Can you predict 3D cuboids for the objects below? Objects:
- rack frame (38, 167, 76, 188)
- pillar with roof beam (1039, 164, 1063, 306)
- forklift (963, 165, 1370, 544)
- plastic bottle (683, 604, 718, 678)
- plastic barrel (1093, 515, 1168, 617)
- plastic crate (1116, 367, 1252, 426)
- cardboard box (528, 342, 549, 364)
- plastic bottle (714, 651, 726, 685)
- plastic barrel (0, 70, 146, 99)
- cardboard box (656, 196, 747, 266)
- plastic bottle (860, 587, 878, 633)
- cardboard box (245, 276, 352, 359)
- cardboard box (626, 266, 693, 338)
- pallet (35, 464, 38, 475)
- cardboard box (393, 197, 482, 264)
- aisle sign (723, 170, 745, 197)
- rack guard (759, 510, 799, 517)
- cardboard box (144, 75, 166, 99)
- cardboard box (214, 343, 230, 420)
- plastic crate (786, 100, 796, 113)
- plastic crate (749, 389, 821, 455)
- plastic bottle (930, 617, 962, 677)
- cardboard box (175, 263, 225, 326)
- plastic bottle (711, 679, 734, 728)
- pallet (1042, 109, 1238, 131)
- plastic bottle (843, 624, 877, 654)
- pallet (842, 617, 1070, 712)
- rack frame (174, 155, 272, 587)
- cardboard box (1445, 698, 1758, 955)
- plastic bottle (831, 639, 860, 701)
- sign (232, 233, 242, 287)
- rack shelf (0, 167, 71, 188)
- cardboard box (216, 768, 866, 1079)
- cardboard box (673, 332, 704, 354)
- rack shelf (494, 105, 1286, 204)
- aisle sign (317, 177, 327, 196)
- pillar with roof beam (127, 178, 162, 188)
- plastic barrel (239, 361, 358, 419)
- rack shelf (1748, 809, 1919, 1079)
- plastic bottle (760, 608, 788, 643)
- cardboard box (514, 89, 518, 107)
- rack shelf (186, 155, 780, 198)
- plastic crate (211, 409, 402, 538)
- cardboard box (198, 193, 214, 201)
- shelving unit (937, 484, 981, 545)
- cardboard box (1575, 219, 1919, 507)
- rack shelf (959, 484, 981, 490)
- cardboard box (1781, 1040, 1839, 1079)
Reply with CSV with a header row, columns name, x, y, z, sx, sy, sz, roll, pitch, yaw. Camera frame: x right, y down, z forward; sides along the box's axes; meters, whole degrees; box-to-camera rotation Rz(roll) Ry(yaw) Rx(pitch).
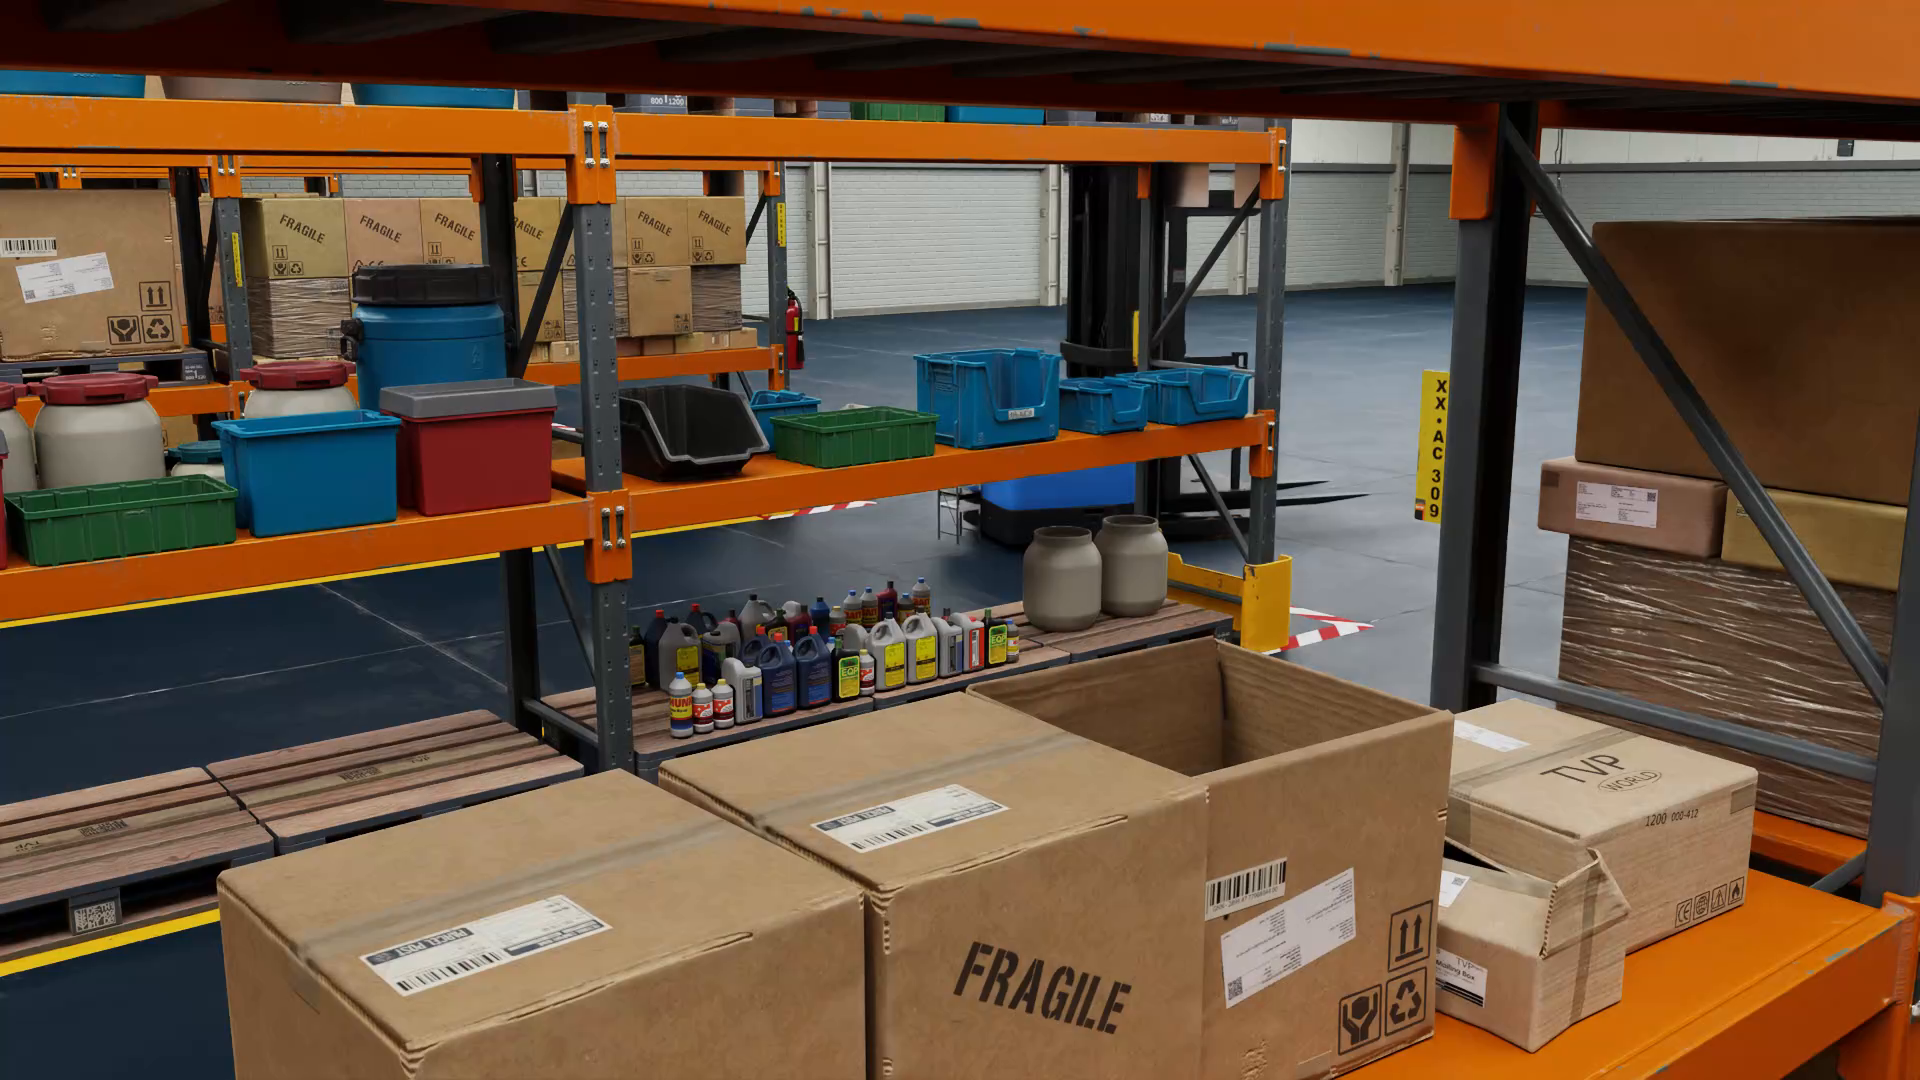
name,x,y,z,sx,sy,sz,roll,pitch,yaw
rack frame,-7.832,-2.070,14.657,0.127,3.000,1.000,-9,15,-38
pillar with roof beam,4.655,-8.811,31.960,0.548,9.000,9.100,-9,15,-38
forklift,1.597,-1.531,12.282,3.031,2.935,1.130,-4,13,-18
plastic bottle,-1.245,0.476,7.983,0.185,0.351,0.144,-10,16,-40
plastic barrel,0.939,0.141,9.222,0.421,0.512,0.421,0,12,0
plastic crate,1.201,-0.782,8.948,0.616,0.251,0.499,-9,15,-38
cardboard box,-3.127,-1.345,11.848,0.250,0.149,0.380,-9,15,-38
plastic bottle,-1.027,0.630,7.419,0.133,0.283,0.061,-9,15,-38
plastic barrel,-3.001,-1.891,5.384,0.708,0.901,0.600,-9,15,-38
cardboard box,-1.964,-2.344,12.581,0.500,0.500,0.500,-9,15,-38
plastic bottle,-0.473,0.380,8.626,0.097,0.271,0.097,0,12,0
cardboard box,-4.422,-1.495,10.993,0.500,0.500,0.875,-9,15,-38
cardboard box,-2.451,-1.815,12.497,0.500,0.500,0.875,-9,15,-38
pallet,-8.387,-0.594,14.417,1.213,0.211,1.003,-9,15,-38
cardboard box,-3.522,-2.083,11.354,0.500,0.500,0.500,-9,15,-38
aisle sign,-1.828,-3.100,13.248,0.004,0.787,0.394,-9,15,-38
rack guard,-1.748,-0.539,13.464,0.348,0.500,1.175,-9,15,-38
cardboard box,-5.241,-2.931,10.229,0.637,0.503,0.797,-10,16,-40
cardboard box,-6.596,-1.424,15.718,0.875,0.875,0.875,-9,15,-37
plastic crate,-0.717,-2.061,8.029,0.396,0.136,0.243,-9,15,-38
plastic crate,-1.024,-0.564,7.922,0.616,0.251,0.499,-9,15,-38
plastic bottle,-0.077,0.504,8.030,0.135,0.276,0.152,-10,16,-39
cardboard box,-7.136,-2.268,15.229,0.550,0.550,0.875,-9,15,-38
plastic bottle,-1.037,0.708,7.252,0.097,0.201,0.097,0,12,0
pallet,0.698,-2.252,8.745,1.213,0.211,1.003,-9,15,-38
plastic bottle,-0.461,0.530,7.910,0.135,0.276,0.152,-9,15,-38
pallet,-0.214,0.675,8.441,1.213,0.211,1.003,-9,15,-38
rack frame,-4.812,-1.253,10.806,0.127,3.000,1.000,-9,15,-38
cardboard box,1.016,0.499,2.919,0.500,0.250,0.500,-8,15,-34
plastic bottle,-0.526,0.588,7.620,0.133,0.283,0.061,-9,15,-35
sign,-4.463,-1.729,10.264,0.005,0.325,0.100,-9,15,-38
rack shelf,-9.394,-2.926,13.198,4.000,0.370,1.077,-9,15,-38
cardboard box,-0.450,0.604,1.820,0.500,0.500,0.500,-11,16,-41
cardboard box,-2.141,-1.505,12.600,0.250,0.149,0.380,-9,15,-38
rack shelf,-0.156,-1.824,8.008,4.000,0.370,1.077,-9,15,-38
aisle sign,-8.025,-4.709,20.825,0.004,0.787,0.394,-9,15,-38
pillar with roof beam,-9.401,-6.476,20.961,0.400,9.000,9.100,-9,15,-38
plastic barrel,-2.602,-0.427,6.592,0.433,0.535,0.433,0,12,0
rack shelf,2.935,0.447,4.534,4.000,0.370,1.077,-9,15,-38
plastic bottle,-0.909,0.480,8.125,0.133,0.283,0.061,-9,15,-38
cardboard box,-3.191,-3.048,11.441,0.250,0.149,0.380,-9,15,-36
rack shelf,-3.251,-2.628,11.792,4.000,0.370,1.077,-9,15,-38
plastic crate,-2.385,-0.248,6.113,0.575,0.384,0.392,-9,15,-38
cardboard box,-8.876,-3.813,19.502,0.500,0.500,0.700,-10,15,-38
shelving unit,-0.006,-0.439,12.030,0.210,0.900,0.258,-9,15,-38
cardboard box,1.716,-0.388,3.368,0.500,0.500,0.700,-9,15,-37
rack shelf,-0.006,-0.407,12.037,0.200,0.077,0.258,-9,15,-38
cardboard box,1.931,1.118,3.446,0.500,0.500,0.500,-9,15,-38
